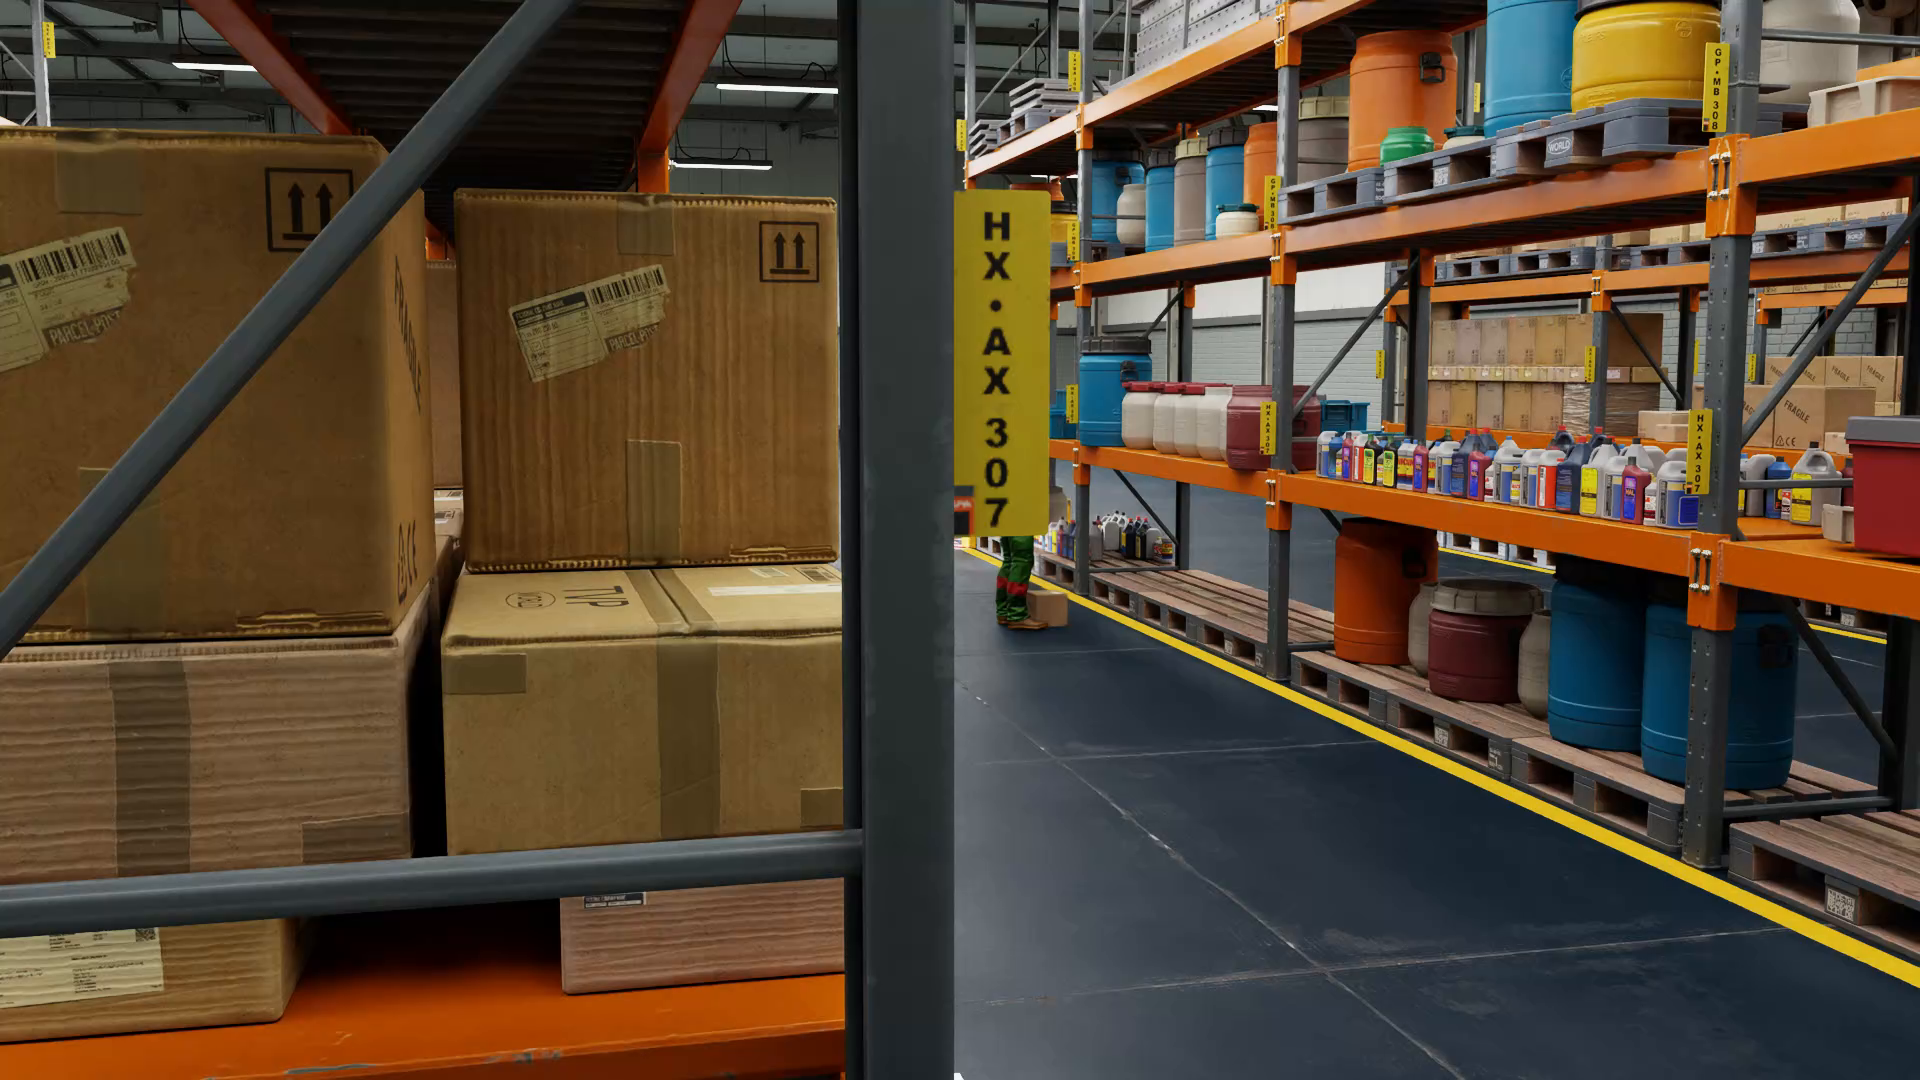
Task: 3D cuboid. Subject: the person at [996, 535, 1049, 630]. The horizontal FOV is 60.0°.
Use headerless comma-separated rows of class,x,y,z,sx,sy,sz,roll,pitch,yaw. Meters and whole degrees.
person,0.431,-0.232,12.524,0.453,1.777,0.609,-2,6,-17
